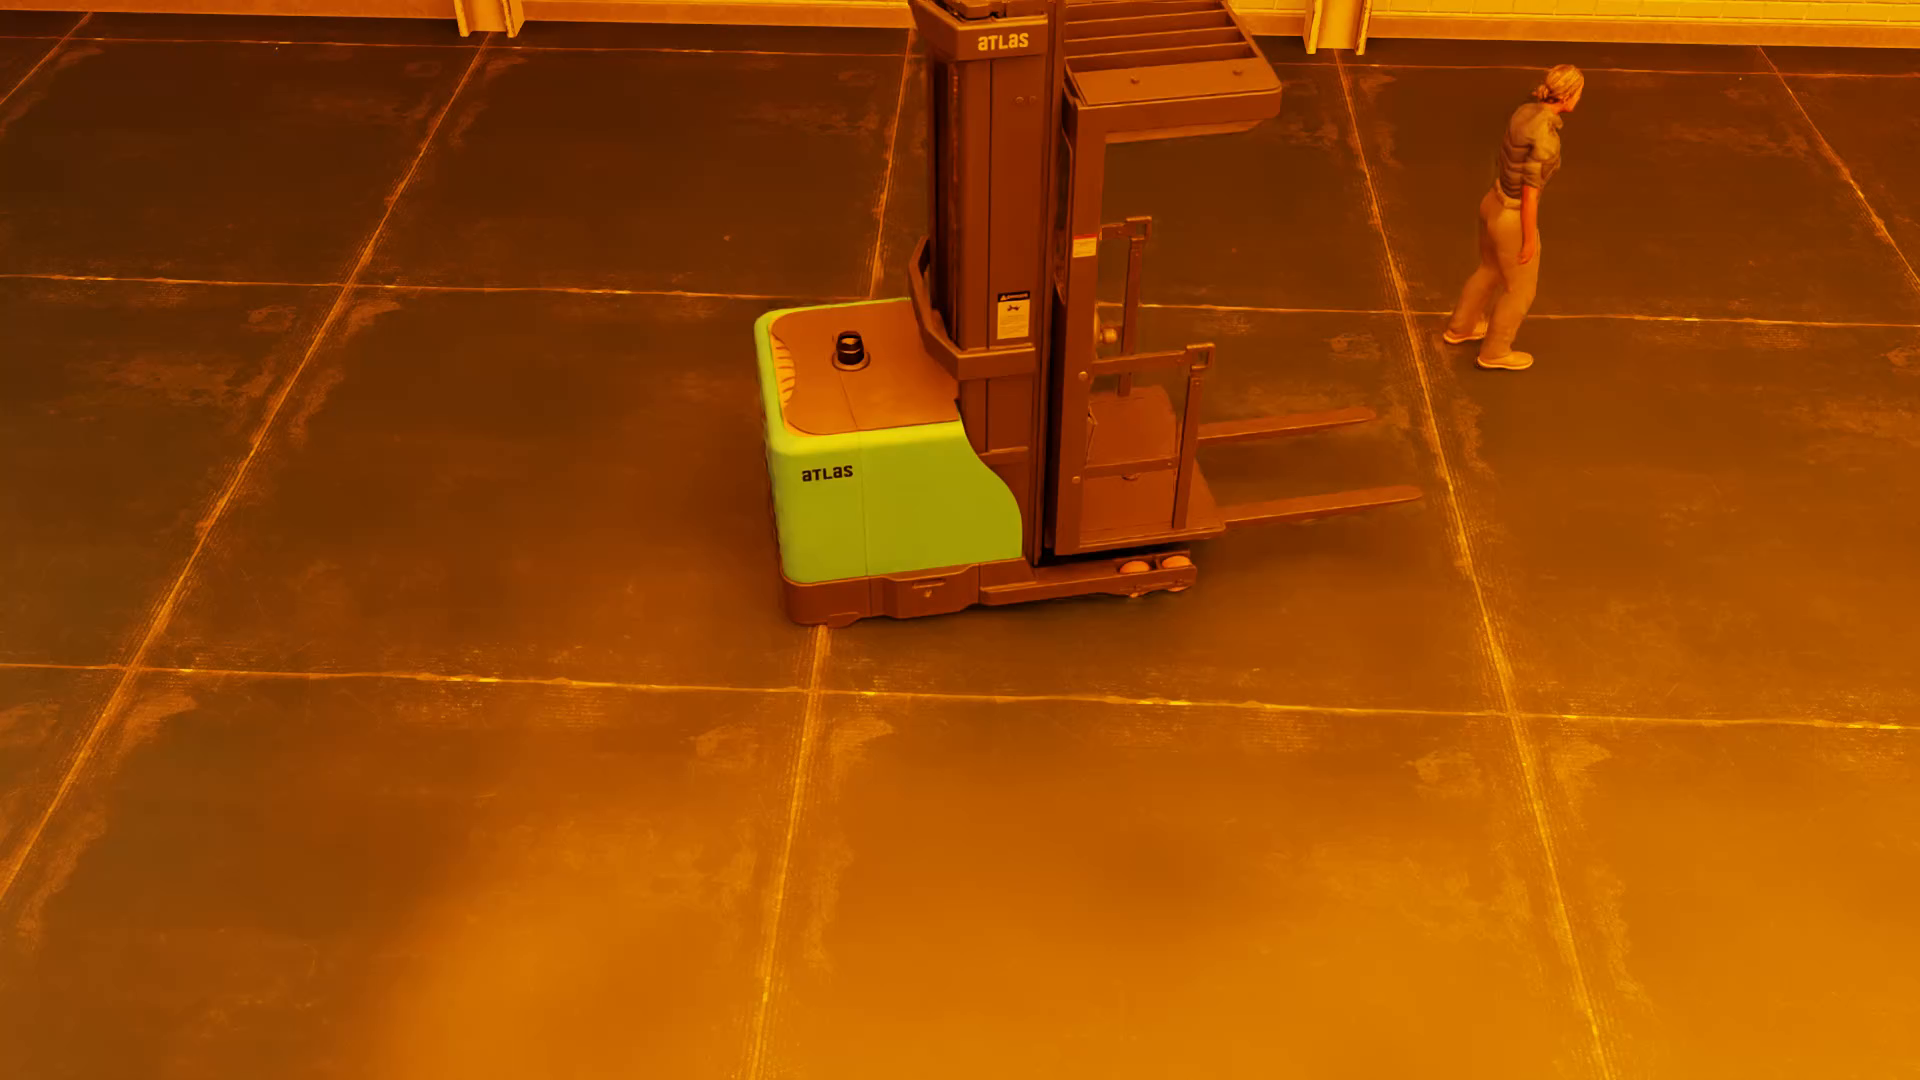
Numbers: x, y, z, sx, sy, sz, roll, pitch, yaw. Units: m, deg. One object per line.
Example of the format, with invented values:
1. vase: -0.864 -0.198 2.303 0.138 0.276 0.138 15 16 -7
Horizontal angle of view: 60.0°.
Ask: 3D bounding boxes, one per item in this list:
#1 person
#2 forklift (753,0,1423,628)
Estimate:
1. person: 2.865 -1.660 8.516 0.426 1.646 0.559 0 42 0
2. forklift: 0.629 -1.170 7.023 3.031 2.935 1.130 -7 43 -7
